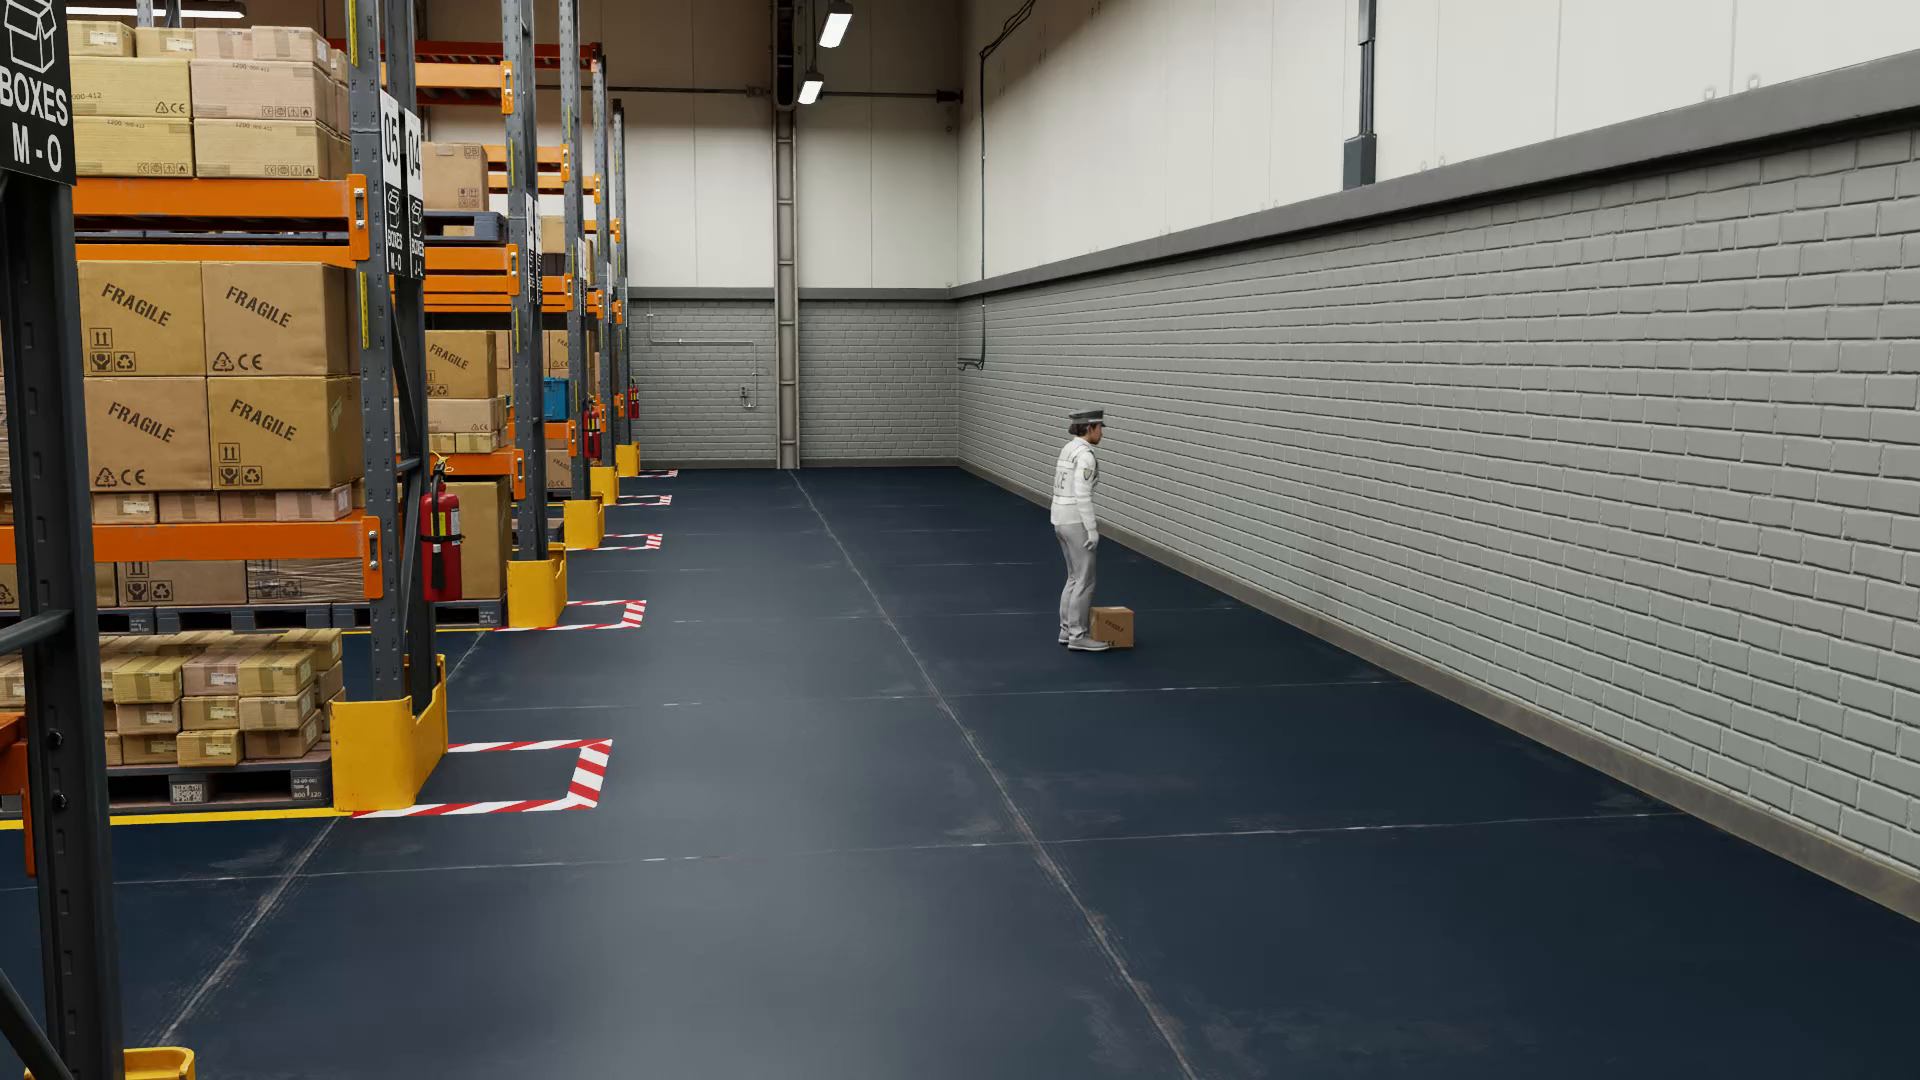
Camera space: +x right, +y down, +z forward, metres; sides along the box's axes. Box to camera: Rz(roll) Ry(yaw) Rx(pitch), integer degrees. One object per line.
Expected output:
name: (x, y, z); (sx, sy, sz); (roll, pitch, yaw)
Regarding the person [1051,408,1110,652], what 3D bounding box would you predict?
person: (0.832, -0.084, 11.558); (0.378, 1.662, 0.538); (-1, 7, -10)
